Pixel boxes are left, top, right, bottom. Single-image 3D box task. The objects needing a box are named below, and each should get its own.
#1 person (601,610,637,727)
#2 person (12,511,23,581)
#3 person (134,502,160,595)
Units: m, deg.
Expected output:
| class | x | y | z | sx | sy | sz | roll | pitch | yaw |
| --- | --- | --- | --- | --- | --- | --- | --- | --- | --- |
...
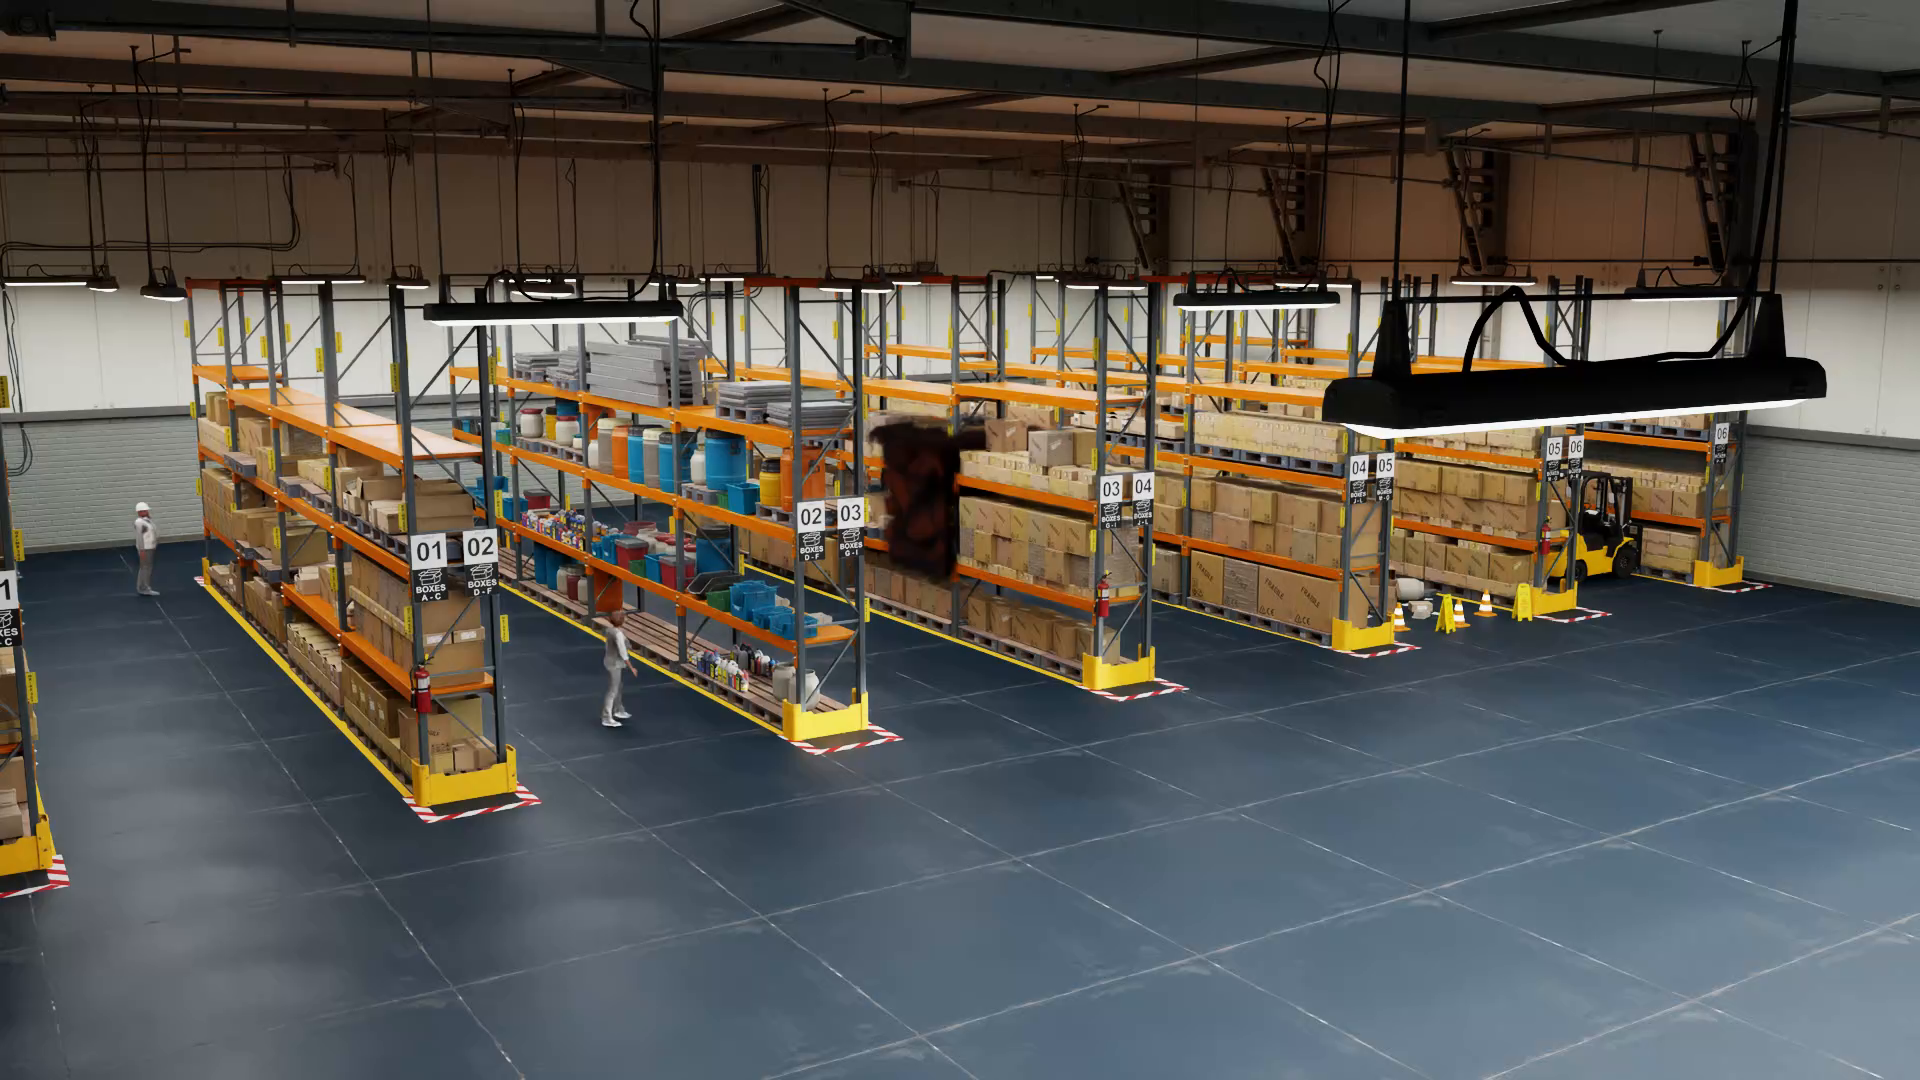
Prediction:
| class | x | y | z | sx | sy | sz | roll | pitch | yaw |
| --- | --- | --- | --- | --- | --- | --- | --- | --- | --- |
| person | -4.739 | 1.757 | 22.914 | 0.501 | 1.605 | 0.582 | -4 | 10 | -21 |
| person | -19.007 | -0.048 | 33.003 | 0.535 | 1.709 | 1.051 | -8 | 12 | -40 |
| person | -15.535 | 0.163 | 31.732 | 0.427 | 1.792 | 0.585 | -4 | 10 | -20 |
